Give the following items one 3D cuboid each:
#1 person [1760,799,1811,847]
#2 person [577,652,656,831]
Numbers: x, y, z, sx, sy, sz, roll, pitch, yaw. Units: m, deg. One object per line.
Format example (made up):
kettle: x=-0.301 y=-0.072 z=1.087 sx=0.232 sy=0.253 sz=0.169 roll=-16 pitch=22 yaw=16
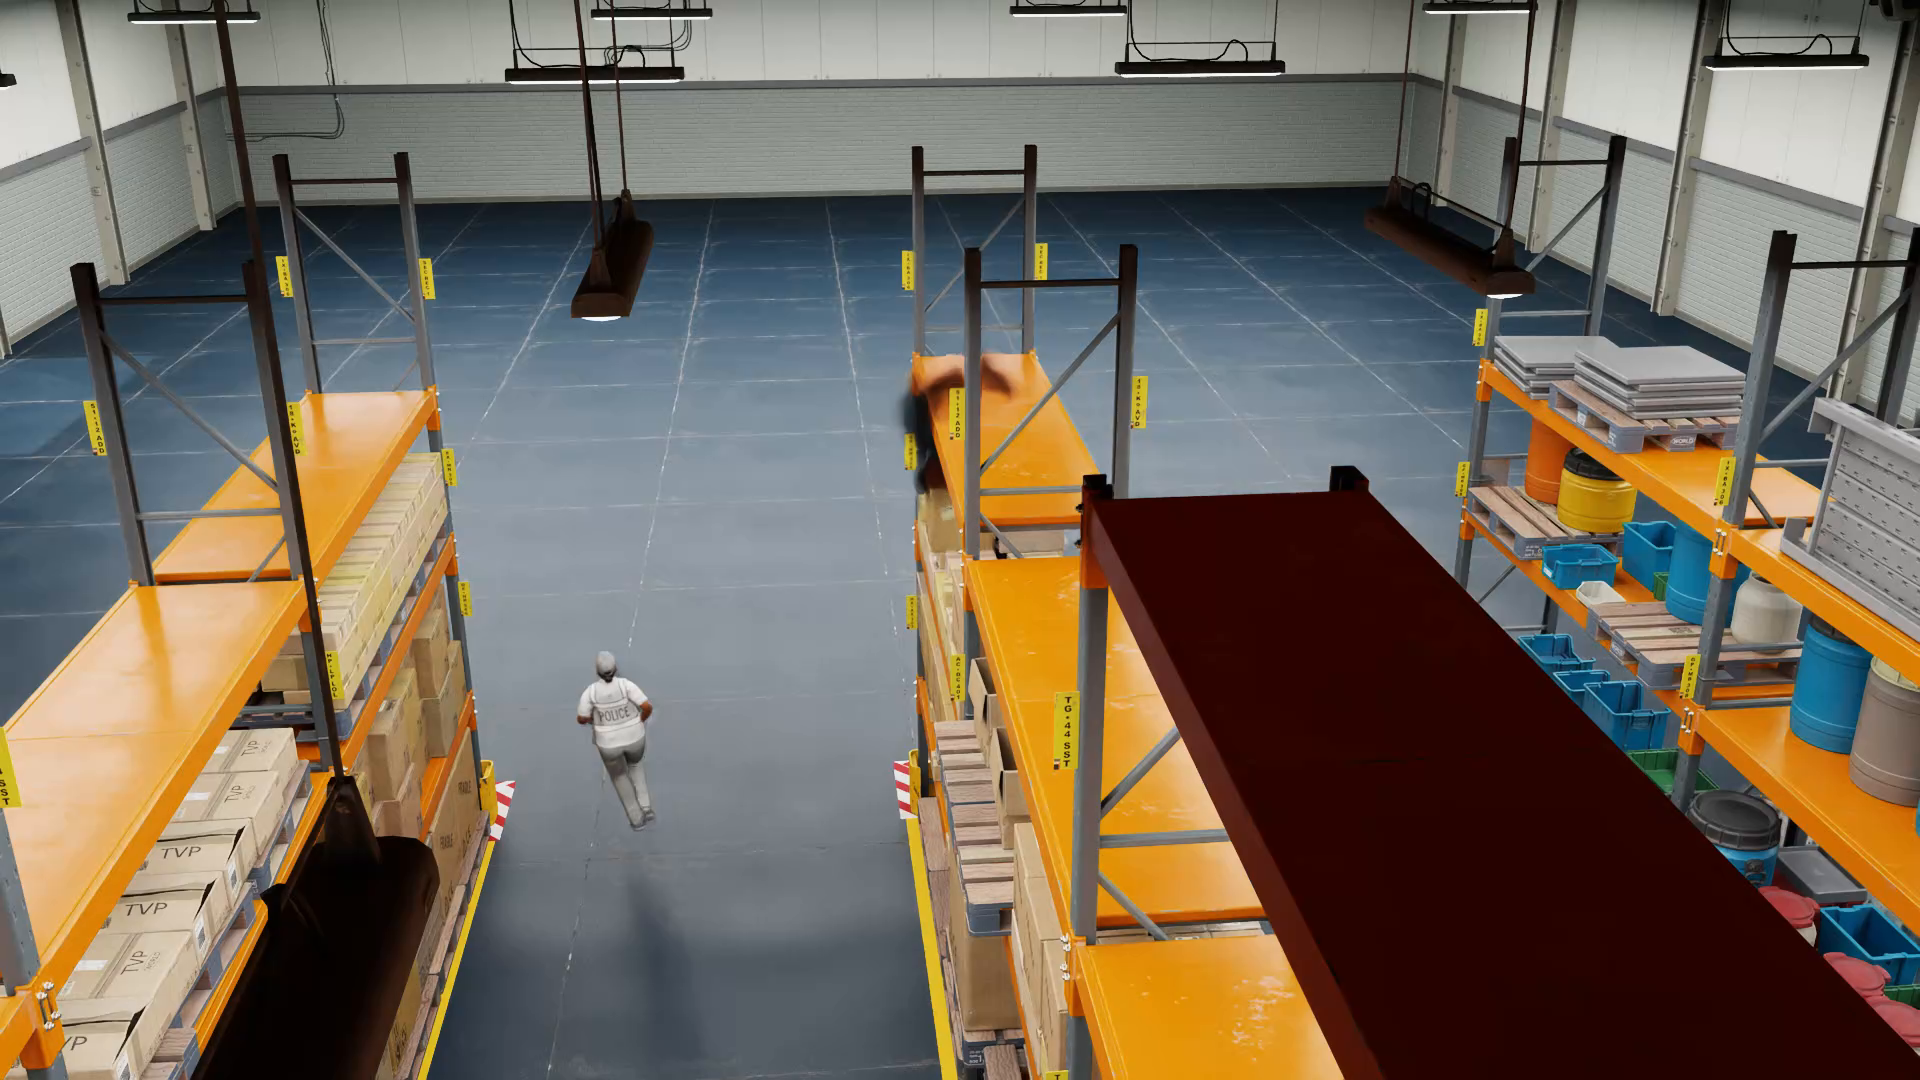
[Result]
person: x=6.732 y=2.291 z=13.499 sx=0.705 sy=1.727 sz=0.661 roll=-5 pitch=22 yaw=-12
person: x=-2.970 y=1.762 z=14.352 sx=0.608 sy=1.719 sz=0.537 roll=-9 pitch=23 yaw=-21
